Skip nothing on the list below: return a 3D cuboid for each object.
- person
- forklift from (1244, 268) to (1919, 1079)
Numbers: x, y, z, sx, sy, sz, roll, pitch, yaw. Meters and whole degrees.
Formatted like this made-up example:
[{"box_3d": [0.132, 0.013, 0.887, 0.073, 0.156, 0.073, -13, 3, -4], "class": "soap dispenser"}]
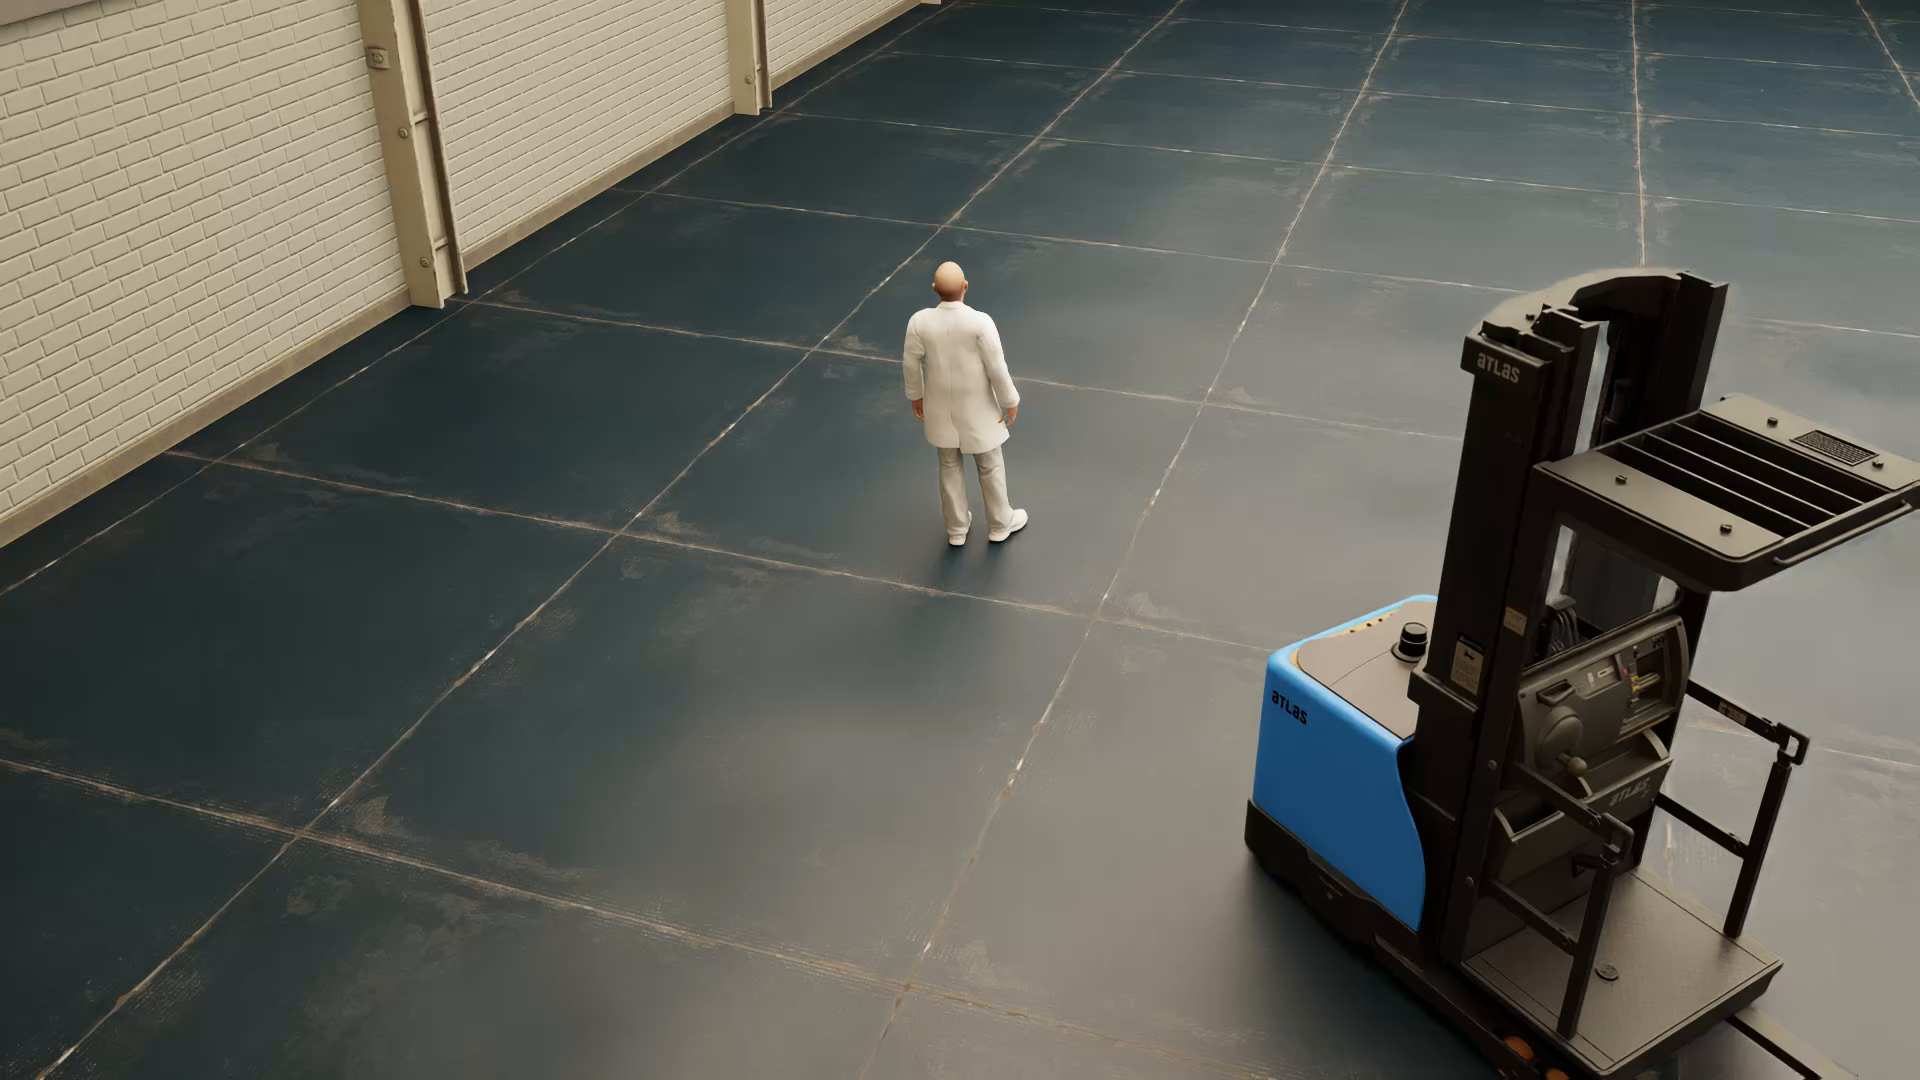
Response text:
[{"box_3d": [0.033, -0.821, 9.726, 0.698, 1.777, 0.578, 10, 31, 16], "class": "person"}, {"box_3d": [2.513, 0.628, 6.036, 1.130, 2.935, 3.031, -18, 34, -28], "class": "forklift"}]
